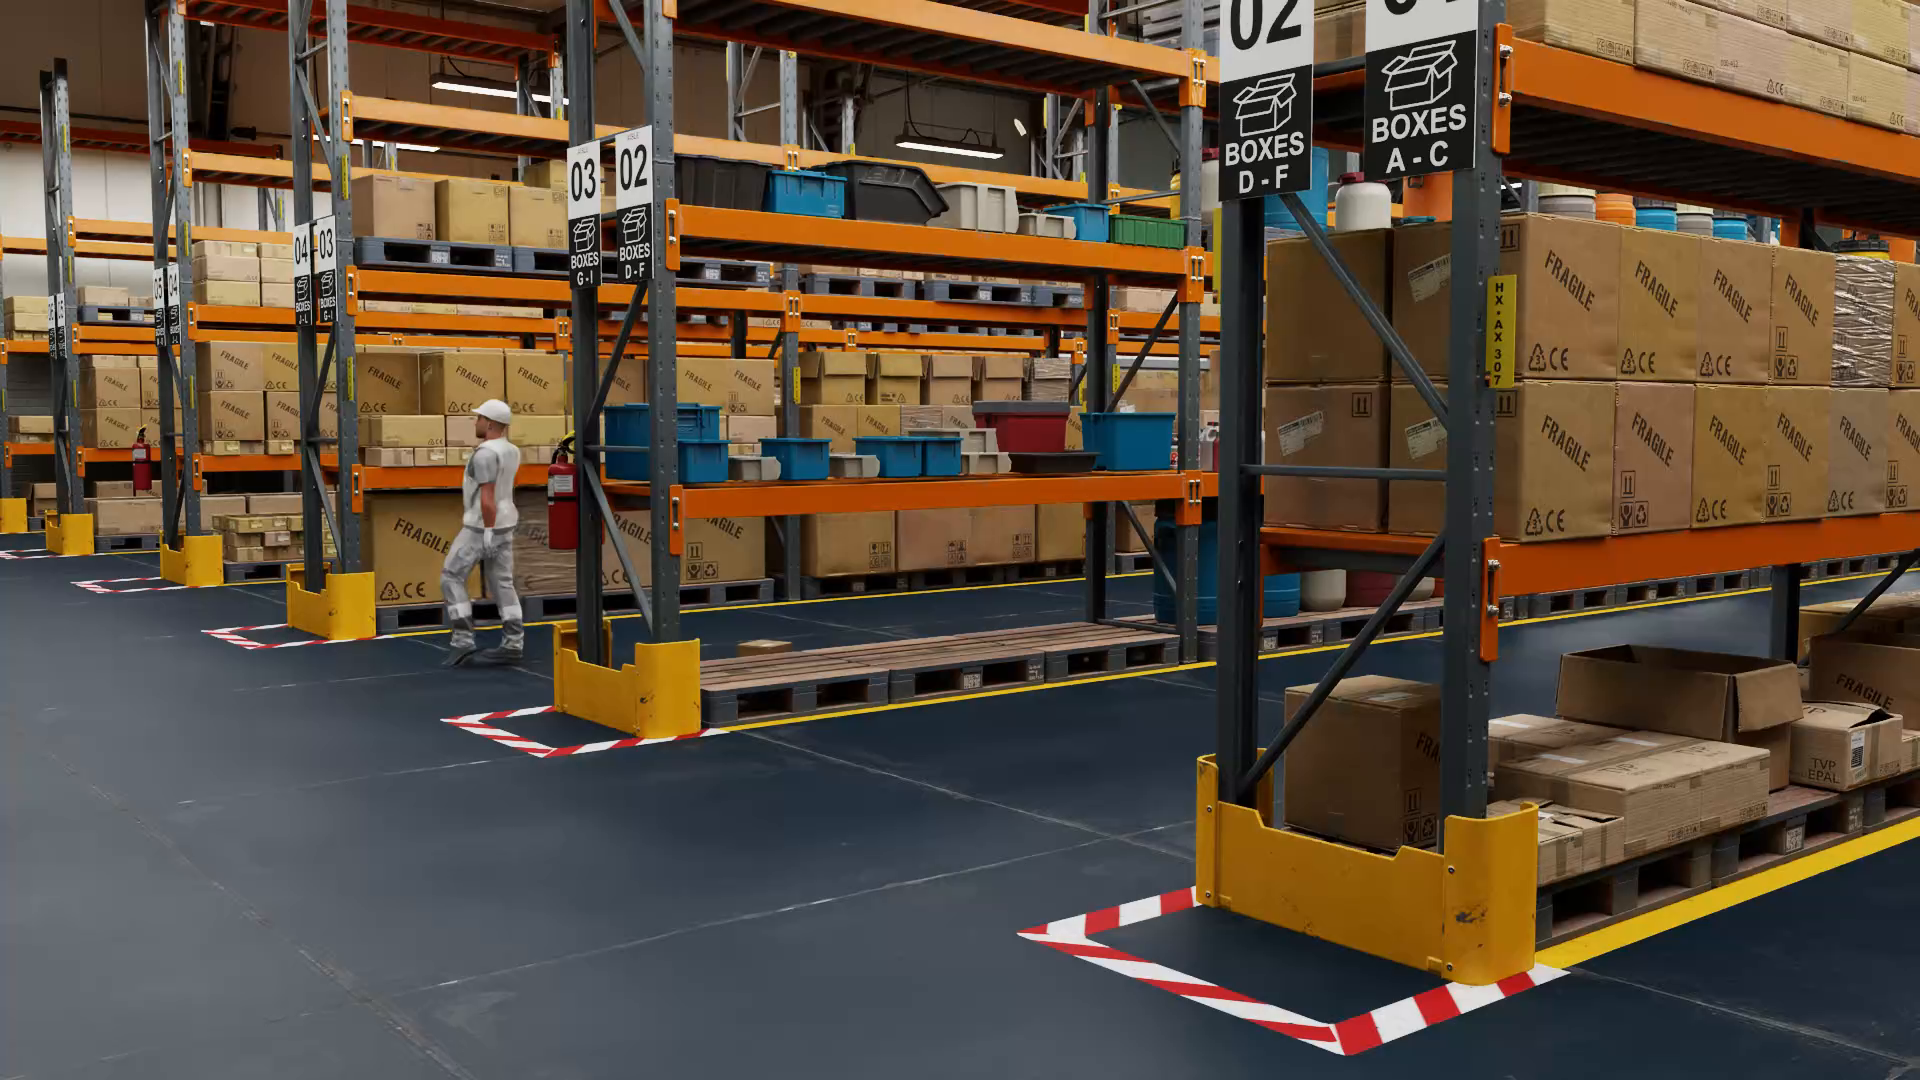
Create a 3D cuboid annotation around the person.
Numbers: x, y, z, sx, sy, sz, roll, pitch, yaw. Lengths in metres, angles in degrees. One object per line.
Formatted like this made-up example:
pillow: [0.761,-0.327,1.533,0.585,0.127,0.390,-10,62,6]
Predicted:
person: [-3.246,-0.036,11.337,0.528,1.841,0.538,1,4,15]
